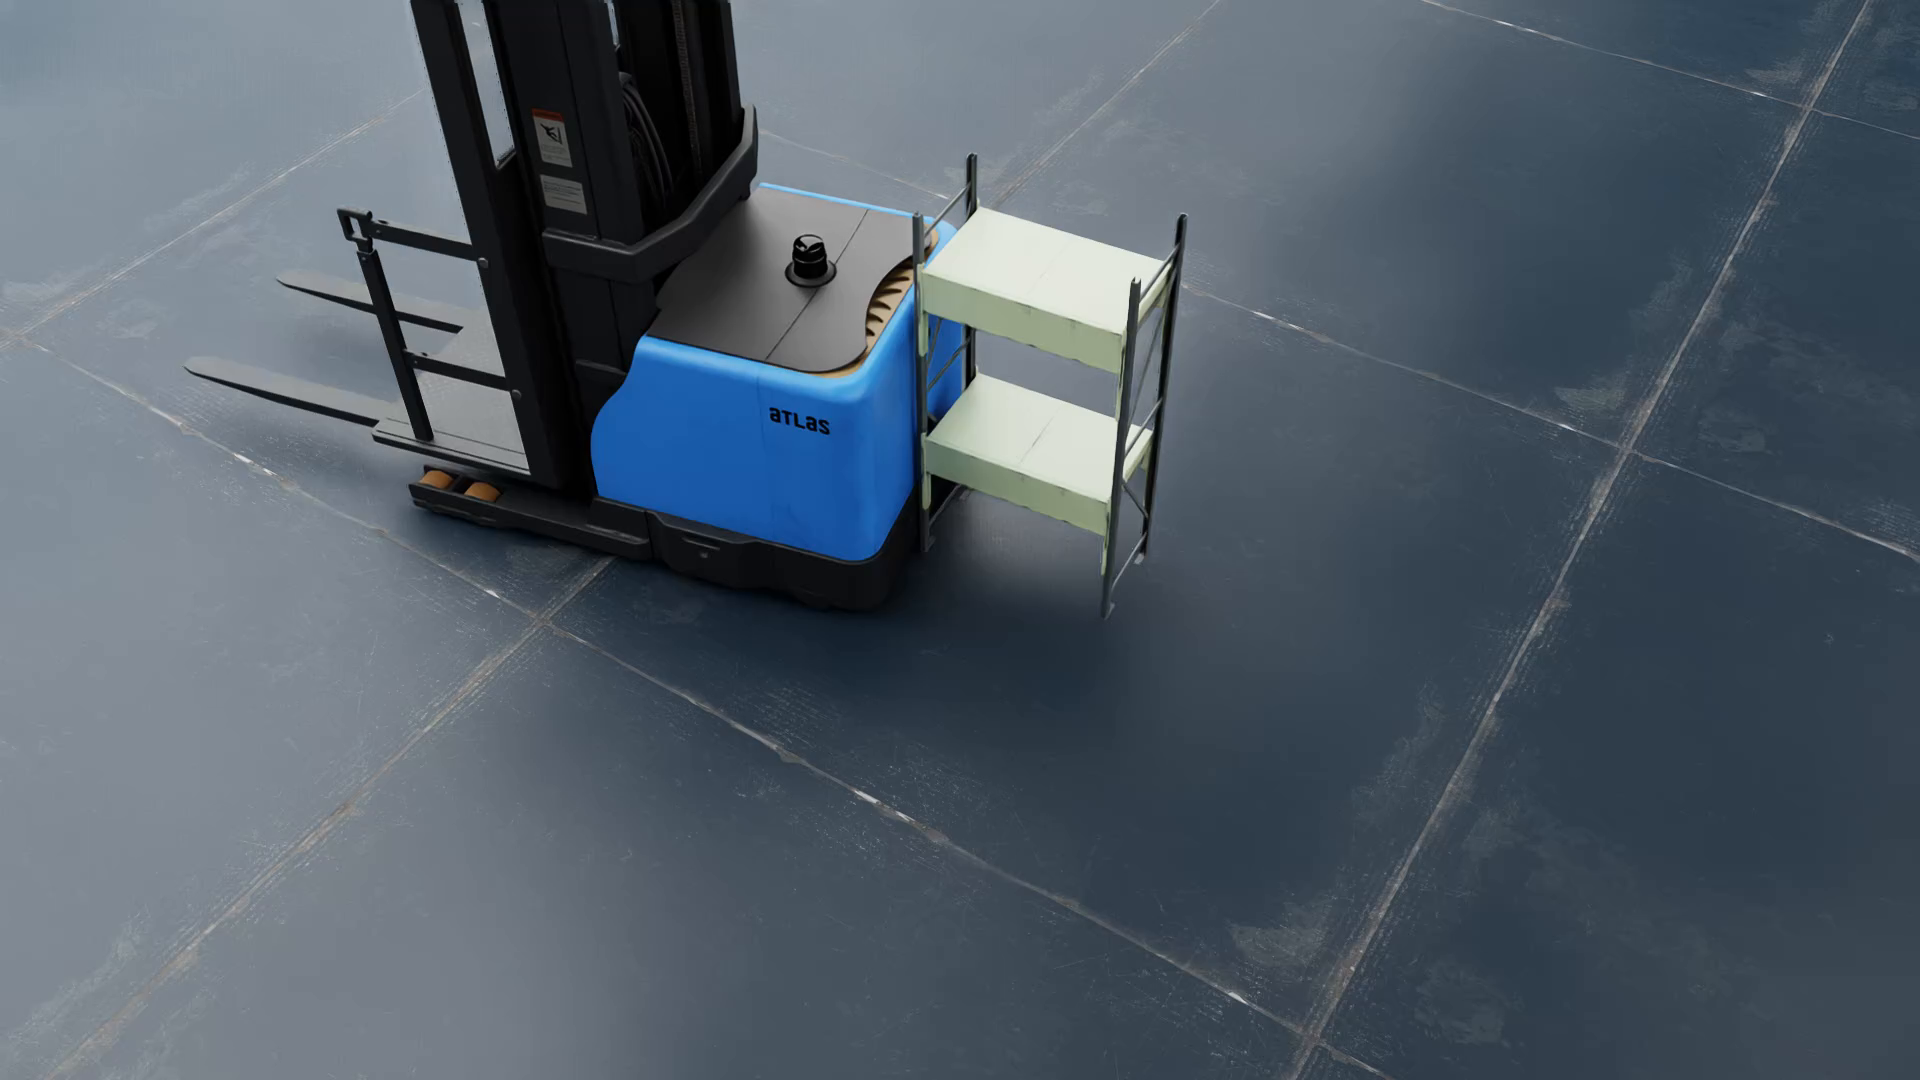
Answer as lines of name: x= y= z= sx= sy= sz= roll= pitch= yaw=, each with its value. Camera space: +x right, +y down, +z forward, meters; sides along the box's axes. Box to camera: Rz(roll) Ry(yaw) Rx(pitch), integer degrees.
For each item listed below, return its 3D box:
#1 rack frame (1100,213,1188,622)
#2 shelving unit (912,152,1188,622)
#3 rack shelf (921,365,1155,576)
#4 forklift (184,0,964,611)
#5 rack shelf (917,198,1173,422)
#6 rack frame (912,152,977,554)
rack frame: x=0.603 y=-0.360 z=5.554 sx=0.023 sy=1.500 sz=0.400 roll=20 pitch=49 yaw=19
shelving unit: x=0.279 y=-0.481 z=5.671 sx=0.755 sy=1.500 sz=0.431 roll=20 pitch=49 yaw=19
rack shelf: x=0.279 y=-0.254 z=5.905 sx=0.720 sy=0.370 sz=0.431 roll=20 pitch=49 yaw=19
forklift: x=-1.552 y=-1.417 z=5.584 sx=3.031 sy=2.935 sz=1.130 roll=14 pitch=48 yaw=14
rack shelf: x=0.279 y=-0.753 z=5.392 sx=0.720 sy=0.370 sz=0.431 roll=20 pitch=49 yaw=19
rack frame: x=-0.046 y=-0.602 z=5.789 sx=0.023 sy=1.500 sz=0.400 roll=20 pitch=49 yaw=19
